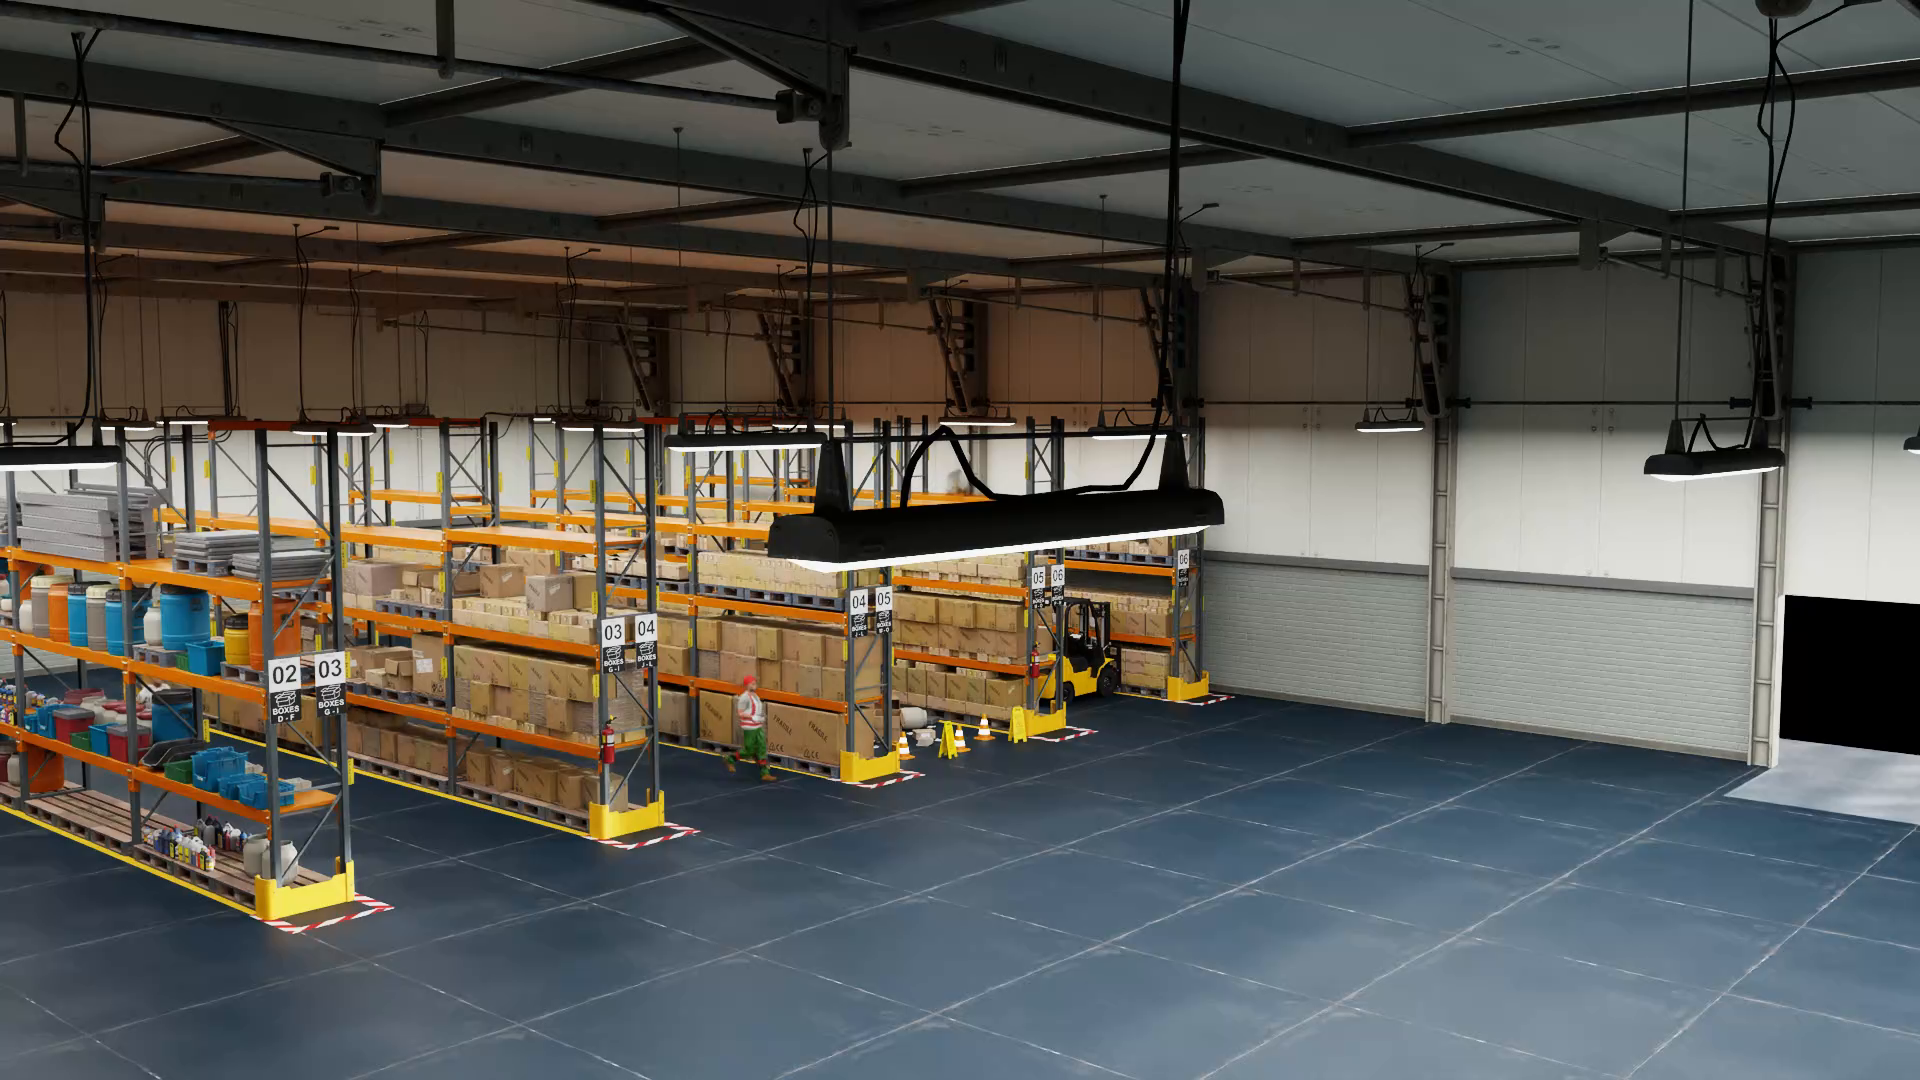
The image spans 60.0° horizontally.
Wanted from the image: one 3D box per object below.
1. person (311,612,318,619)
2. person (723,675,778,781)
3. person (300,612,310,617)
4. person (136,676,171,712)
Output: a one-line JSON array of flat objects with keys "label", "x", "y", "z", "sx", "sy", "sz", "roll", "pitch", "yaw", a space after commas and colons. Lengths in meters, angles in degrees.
[{"label": "person", "x": -14.841, "y": 2.304, "z": 38.304, "sx": 0.701, "sy": 1.692, "sz": 0.535, "roll": 1, "pitch": 5, "yaw": 12}, {"label": "person", "x": -3.477, "y": 3.130, "z": 27.700, "sx": 0.971, "sy": 1.768, "sz": 0.658, "roll": 2, "pitch": 5, "yaw": 20}, {"label": "person", "x": -14.740, "y": 2.429, "z": 37.298, "sx": 0.660, "sy": 1.672, "sz": 0.761, "roll": -1, "pitch": 5, "yaw": -14}, {"label": "person", "x": -13.825, "y": 3.077, "z": 28.655, "sx": 0.808, "sy": 1.745, "sz": 0.674, "roll": 3, "pitch": 6, "yaw": 36}]
